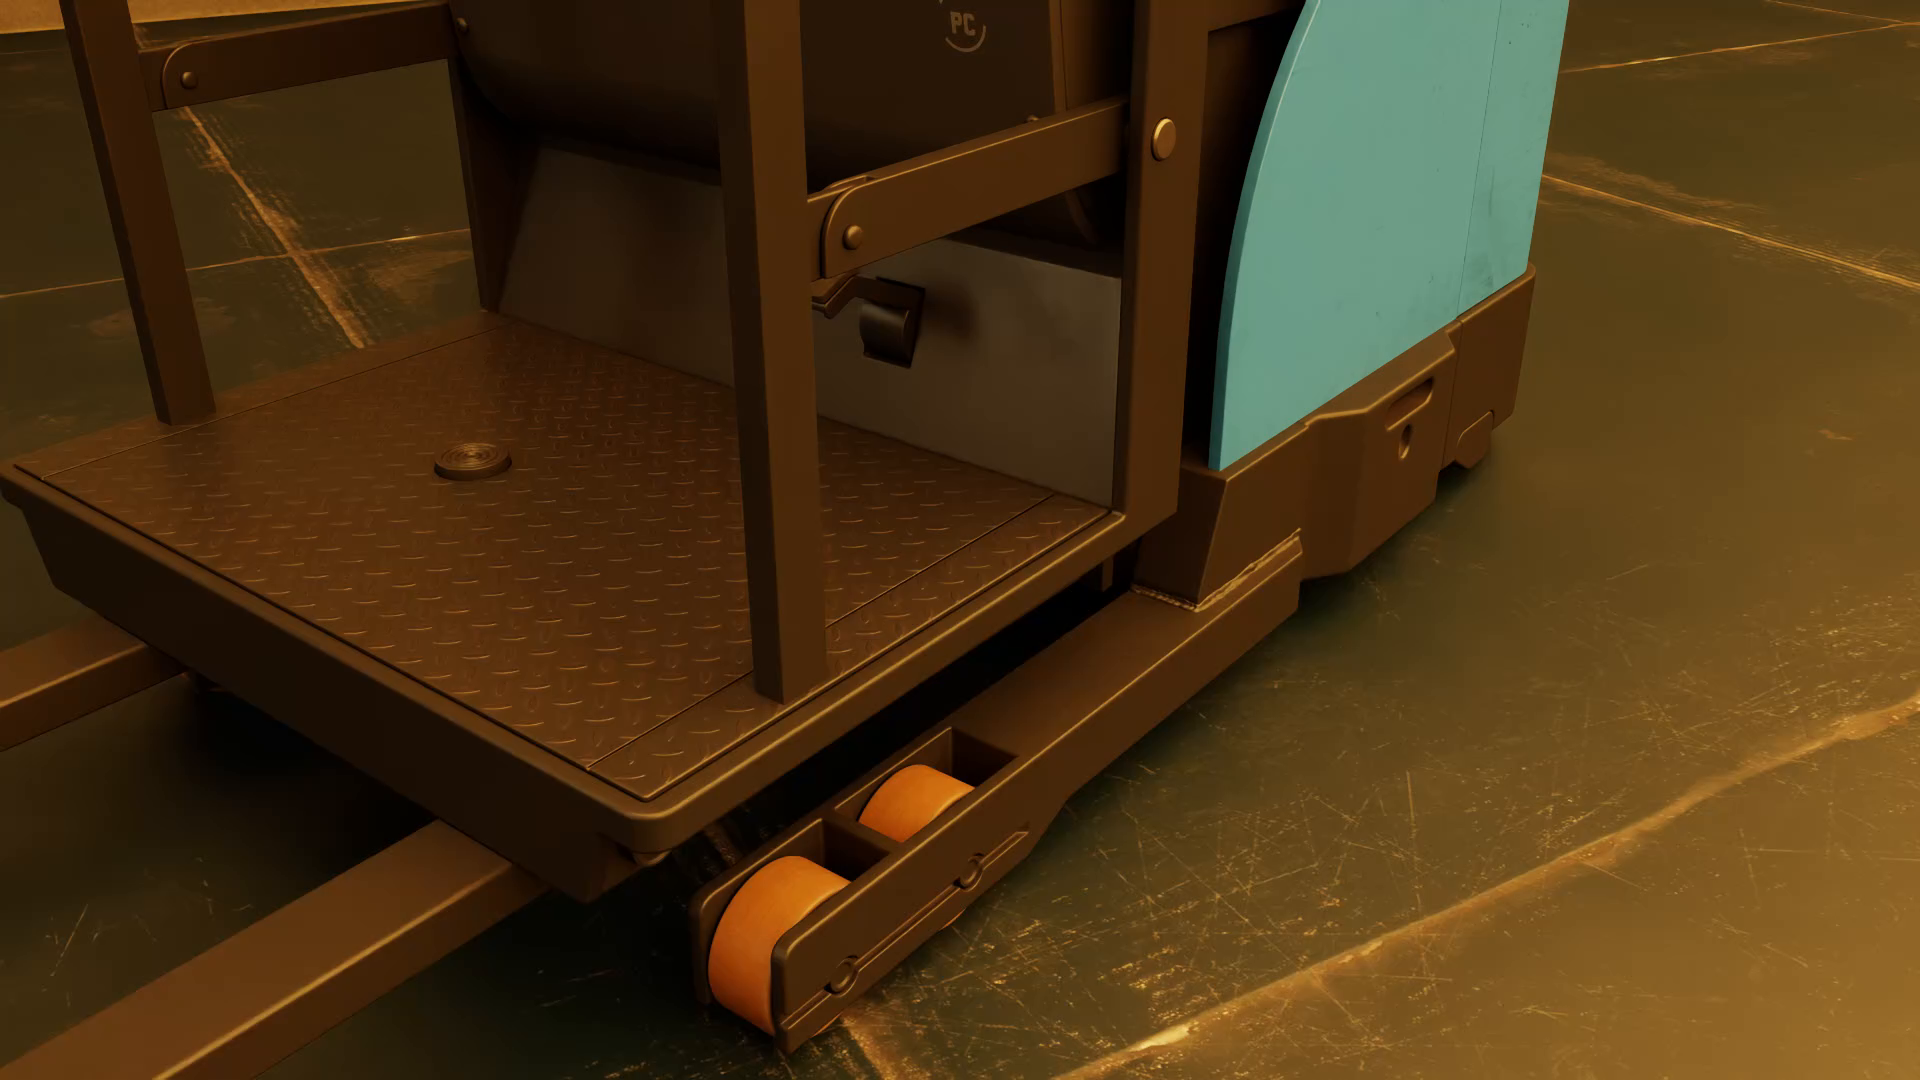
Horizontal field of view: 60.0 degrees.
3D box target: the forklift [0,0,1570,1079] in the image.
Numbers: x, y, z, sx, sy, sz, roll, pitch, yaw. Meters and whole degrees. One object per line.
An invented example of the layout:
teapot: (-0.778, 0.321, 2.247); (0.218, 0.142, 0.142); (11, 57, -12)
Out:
forklift: (-0.375, -1.090, 1.409); (1.130, 2.935, 3.031); (19, 33, 33)
